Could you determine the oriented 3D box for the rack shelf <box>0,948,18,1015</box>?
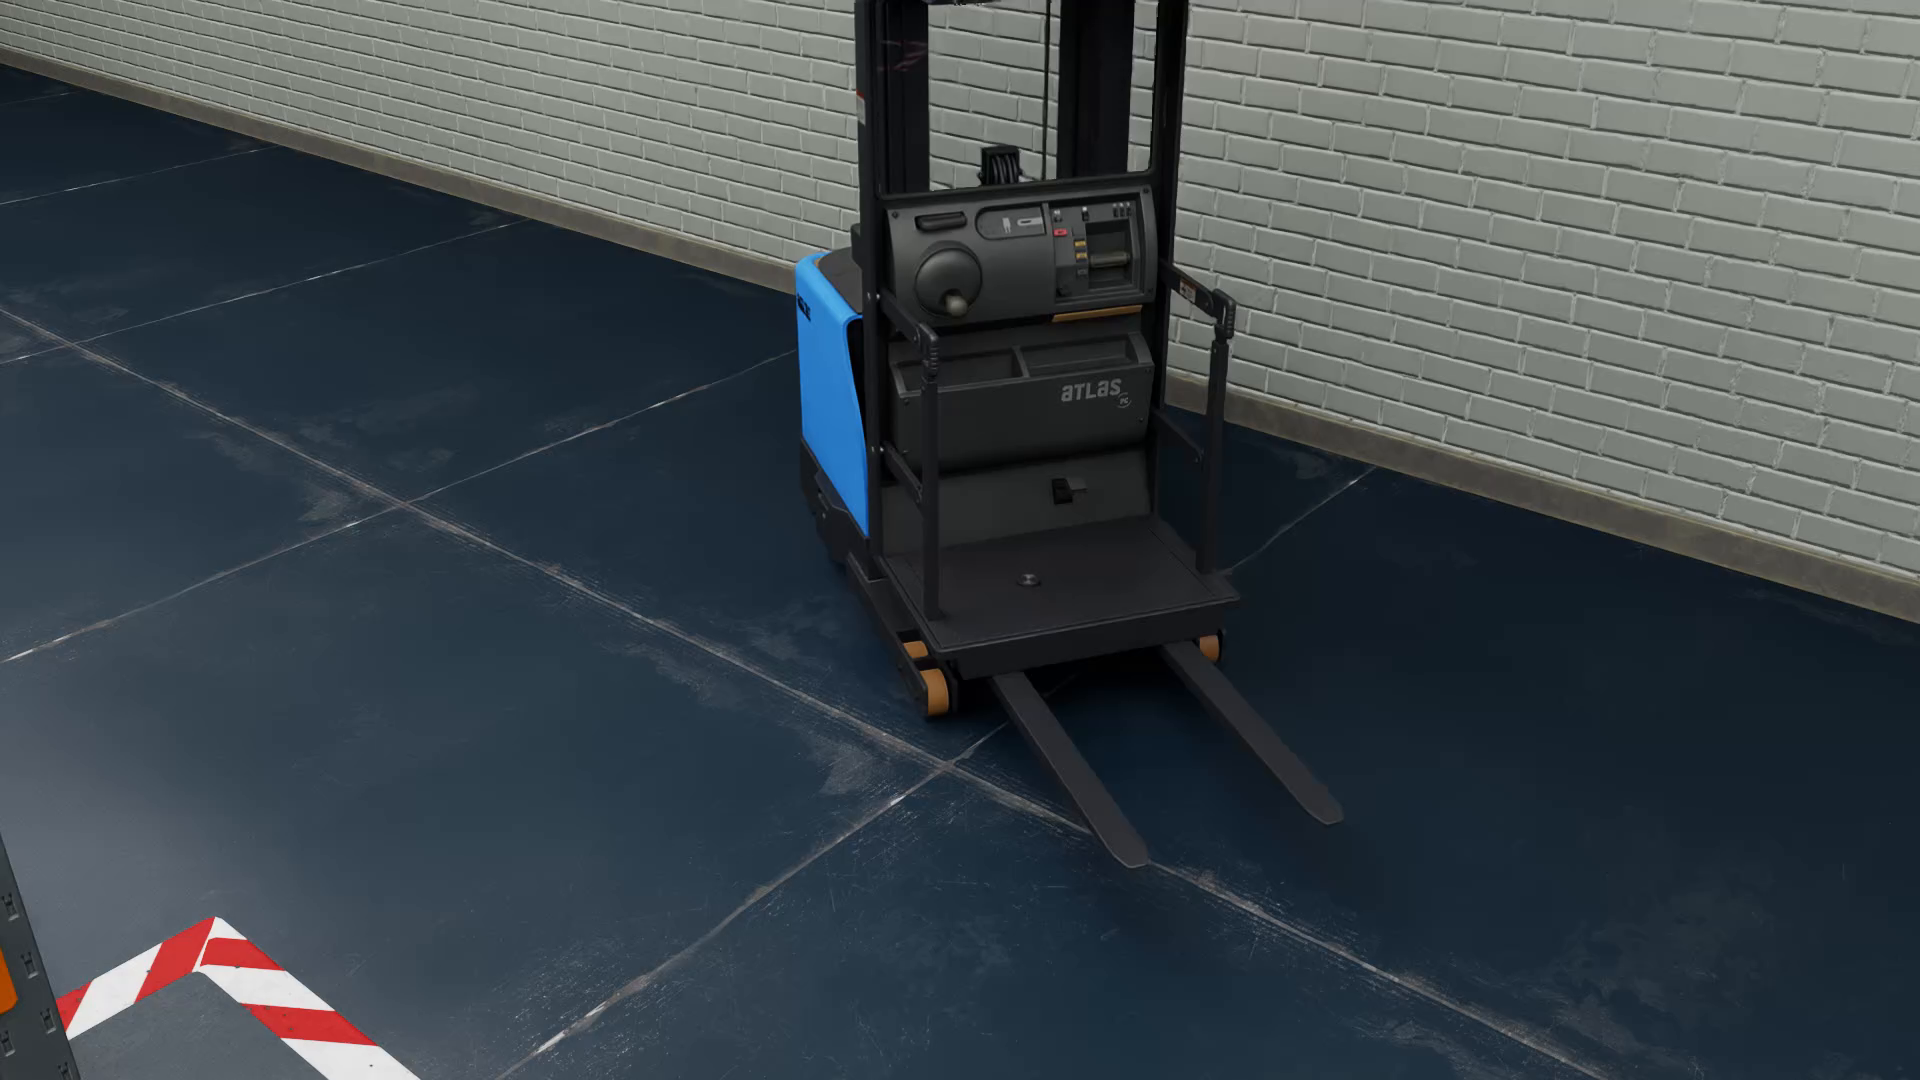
[{"bbox_3d":[-3.383,1.242,1.867,1.077,0.370,4.000,21,34,34],"label":"rack shelf"}]

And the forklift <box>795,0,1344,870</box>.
[{"bbox_3d":[0.287,-0.915,5.329,1.130,2.935,3.031,-9,29,-17],"label":"forklift"}]
